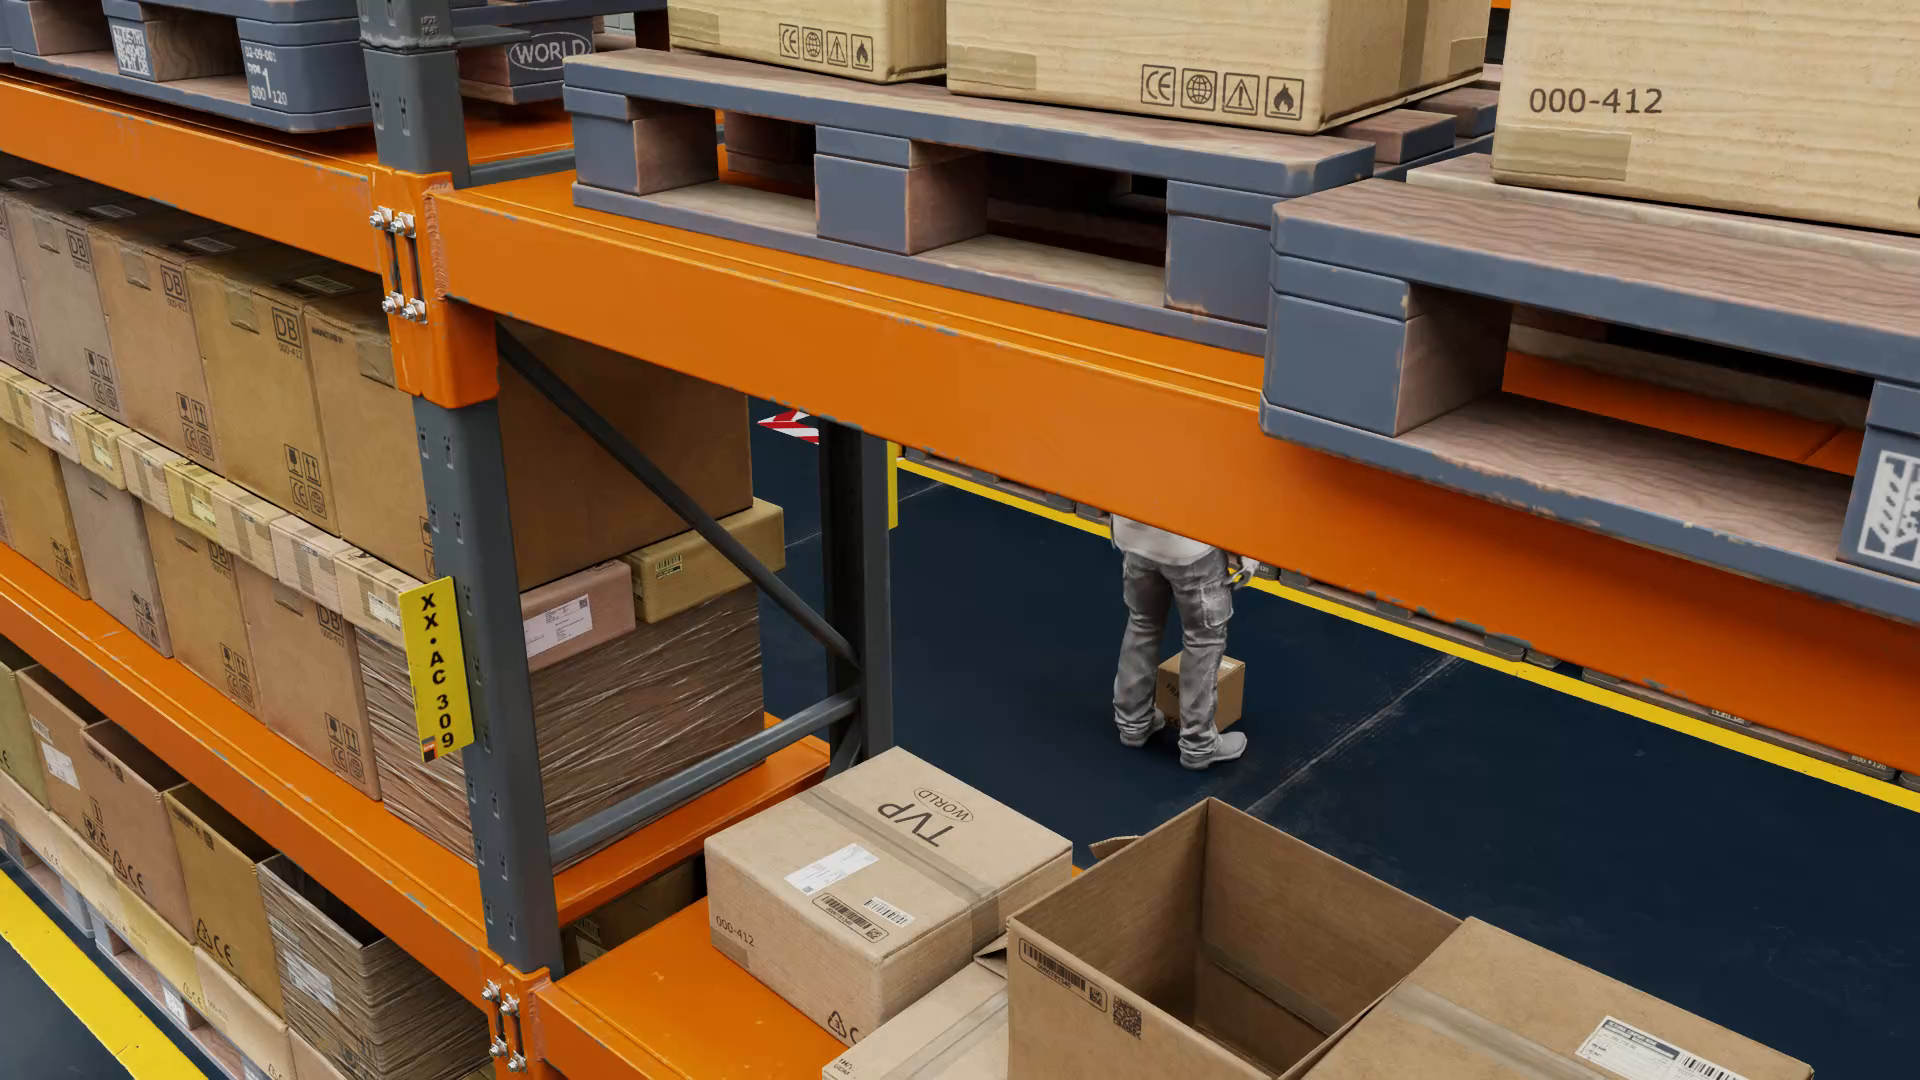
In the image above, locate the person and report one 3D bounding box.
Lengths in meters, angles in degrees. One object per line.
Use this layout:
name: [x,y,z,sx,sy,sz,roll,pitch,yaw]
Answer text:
person: [0.809,-0.022,6.136,0.624,1.774,0.454,19,30,37]
